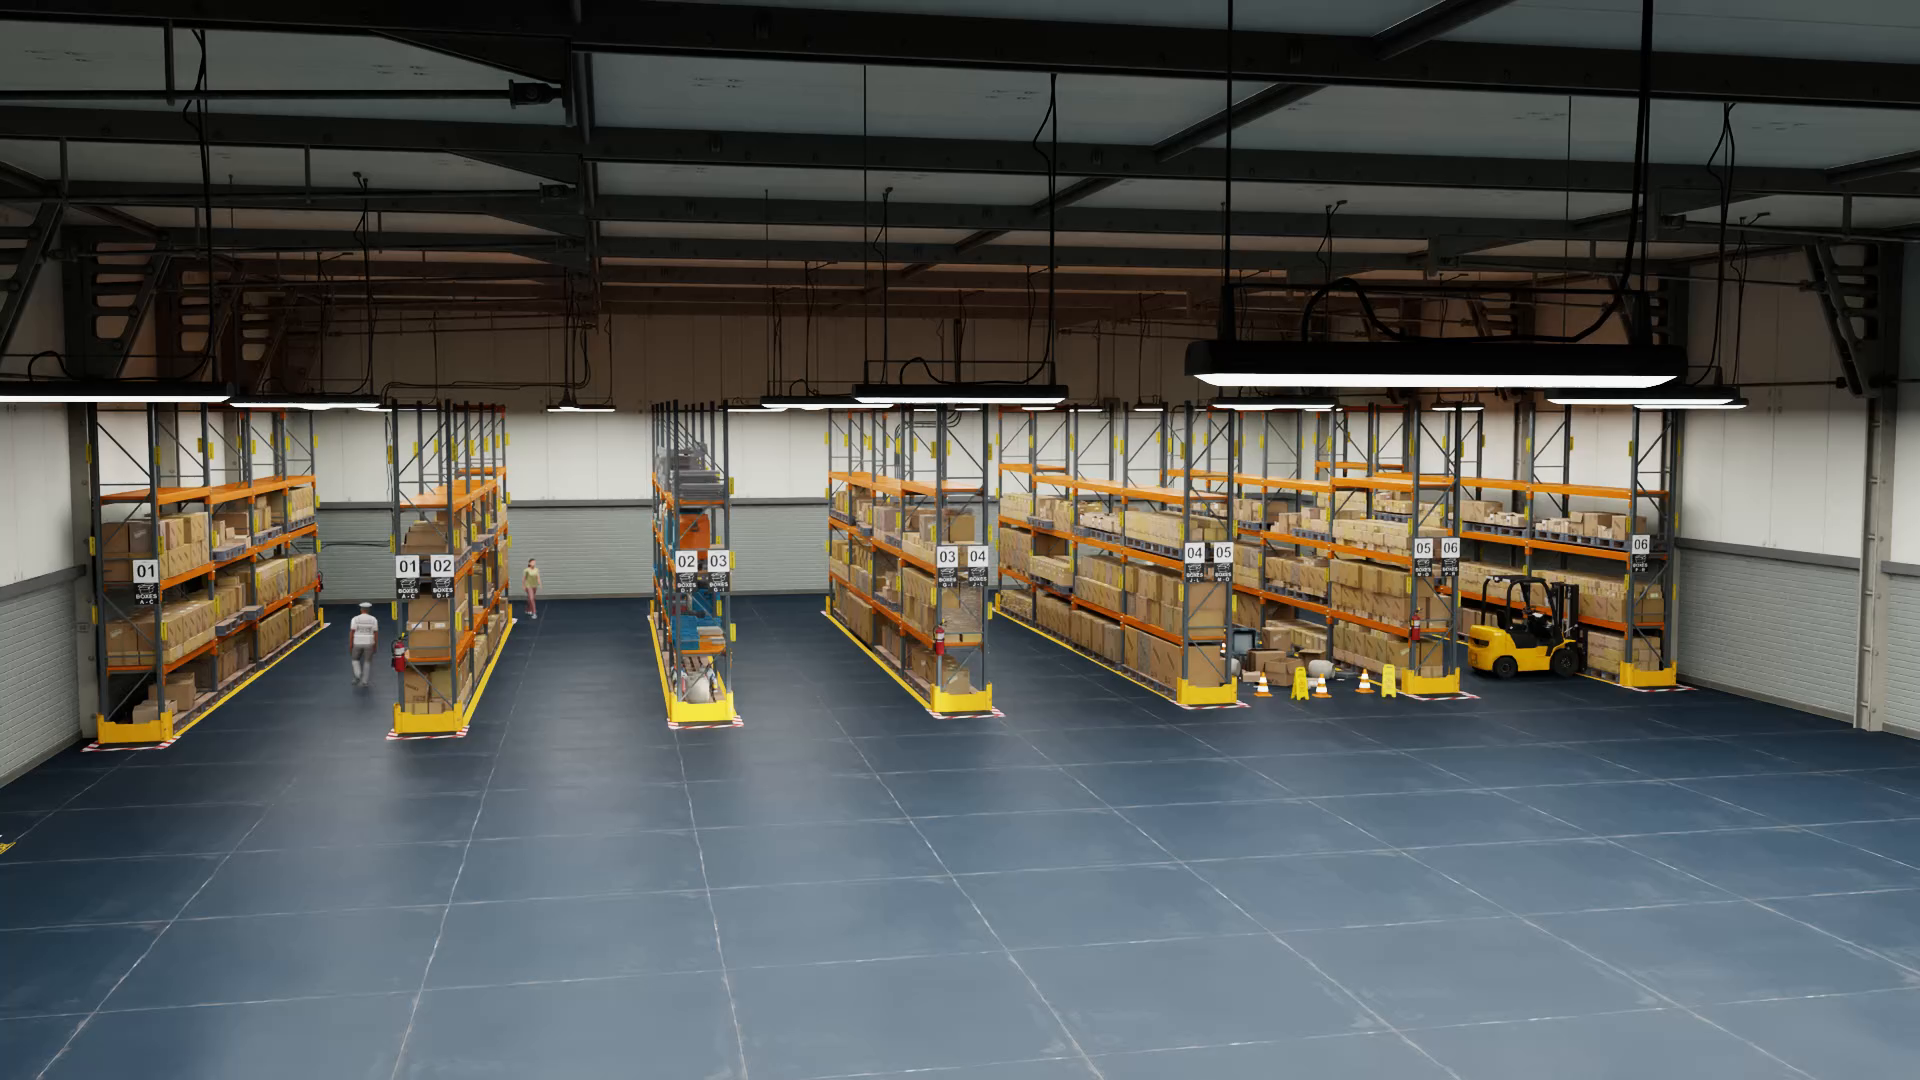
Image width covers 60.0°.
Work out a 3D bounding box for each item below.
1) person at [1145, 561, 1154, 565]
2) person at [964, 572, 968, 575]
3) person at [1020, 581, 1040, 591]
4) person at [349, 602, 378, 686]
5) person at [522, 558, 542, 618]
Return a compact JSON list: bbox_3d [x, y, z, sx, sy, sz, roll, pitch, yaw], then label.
[{"bbox_3d":[5.199,1.429,45.176,0.485,1.791,0.598,4,6,42],"label":"person"},{"bbox_3d":[0.249,1.016,50.629,0.701,1.776,0.620,1,4,8],"label":"person"},{"bbox_3d":[2.113,1.134,49.904,1.058,1.626,0.445,-1,4,-10],"label":"person"},{"bbox_3d":[-12.539,2.202,34.981,0.579,1.753,0.447,-1,4,-16],"label":"person"},{"bbox_3d":[-12.126,1.351,47.132,0.481,1.656,0.933,-4,6,-44],"label":"person"}]
